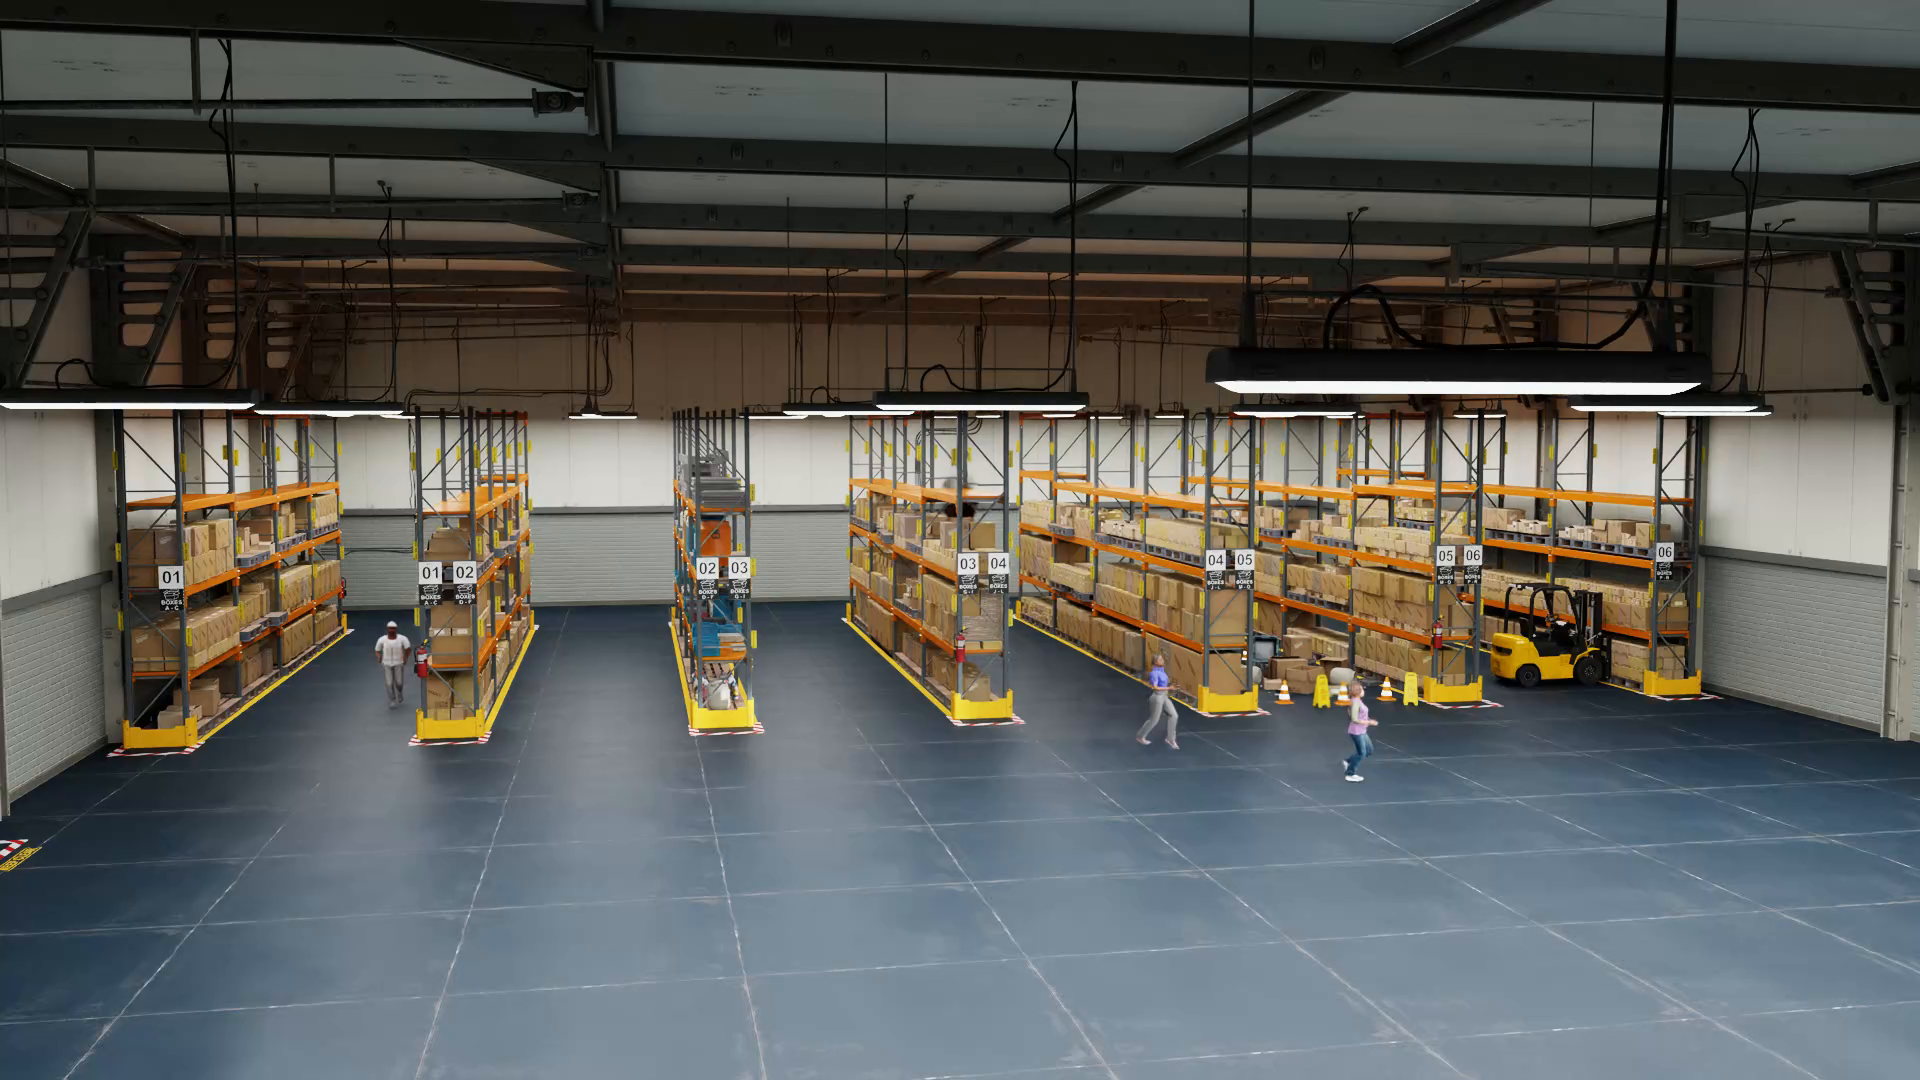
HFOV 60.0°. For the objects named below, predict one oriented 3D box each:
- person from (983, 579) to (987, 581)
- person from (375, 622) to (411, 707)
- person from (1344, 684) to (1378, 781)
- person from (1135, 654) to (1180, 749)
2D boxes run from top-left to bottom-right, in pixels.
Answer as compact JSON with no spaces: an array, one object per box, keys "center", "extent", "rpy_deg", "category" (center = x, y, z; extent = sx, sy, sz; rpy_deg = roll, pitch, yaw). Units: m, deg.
[{"center":[0.423,1.472,48.434],"extent":[0.746,1.652,0.674],"rpy_deg":[1,4,14],"category":"person"},{"center":[-11.364,2.493,33.319],"extent":[0.695,1.719,0.601],"rpy_deg":[-1,4,-16],"category":"person"},{"center":[6.375,3.058,26.434],"extent":[0.536,1.556,0.526],"rpy_deg":[1,4,19],"category":"person"},{"center":[3.488,2.840,29.234],"extent":[0.779,1.694,0.582],"rpy_deg":[2,5,30],"category":"person"}]
